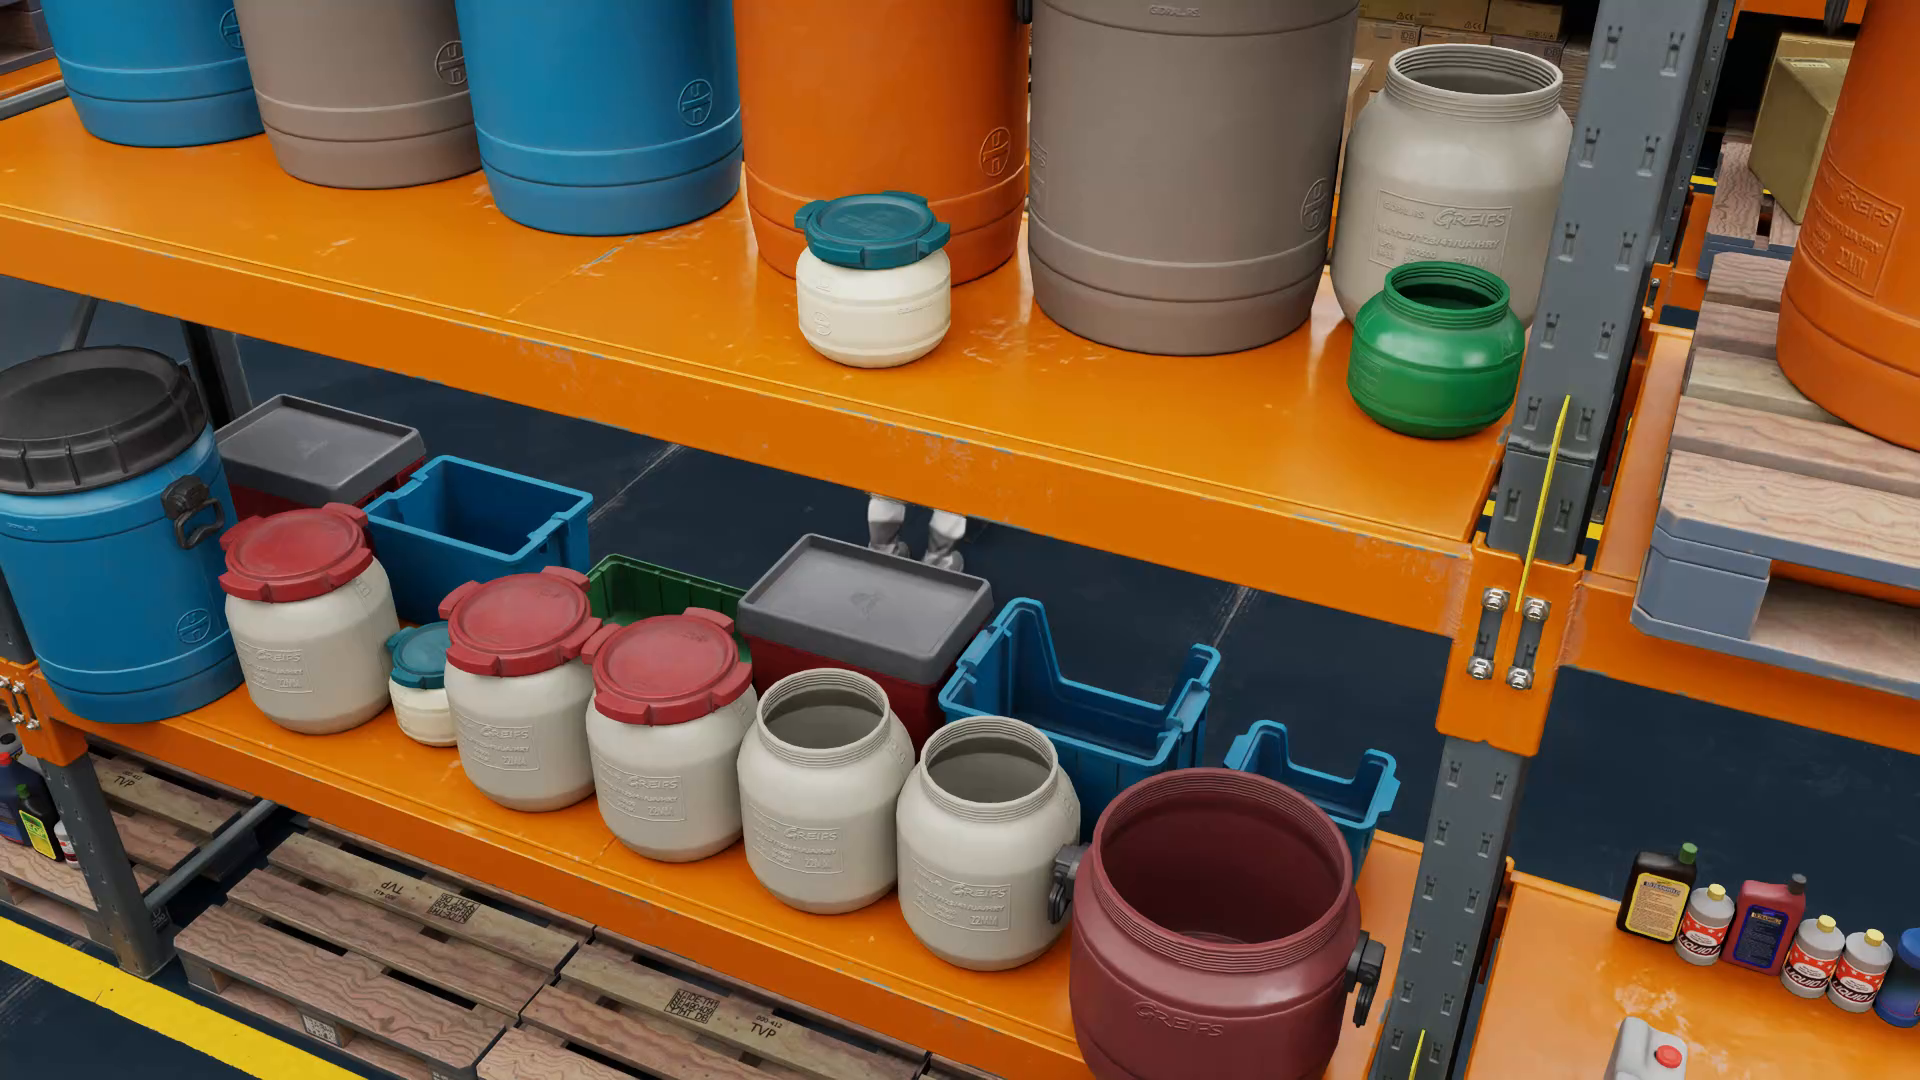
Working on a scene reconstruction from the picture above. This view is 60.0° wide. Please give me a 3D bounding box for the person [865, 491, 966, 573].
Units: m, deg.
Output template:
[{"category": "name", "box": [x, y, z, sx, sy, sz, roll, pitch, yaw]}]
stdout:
[{"category": "person", "box": [-0.210, -0.406, 7.236, 0.582, 1.239, 0.832, 14, 36, 20]}]
